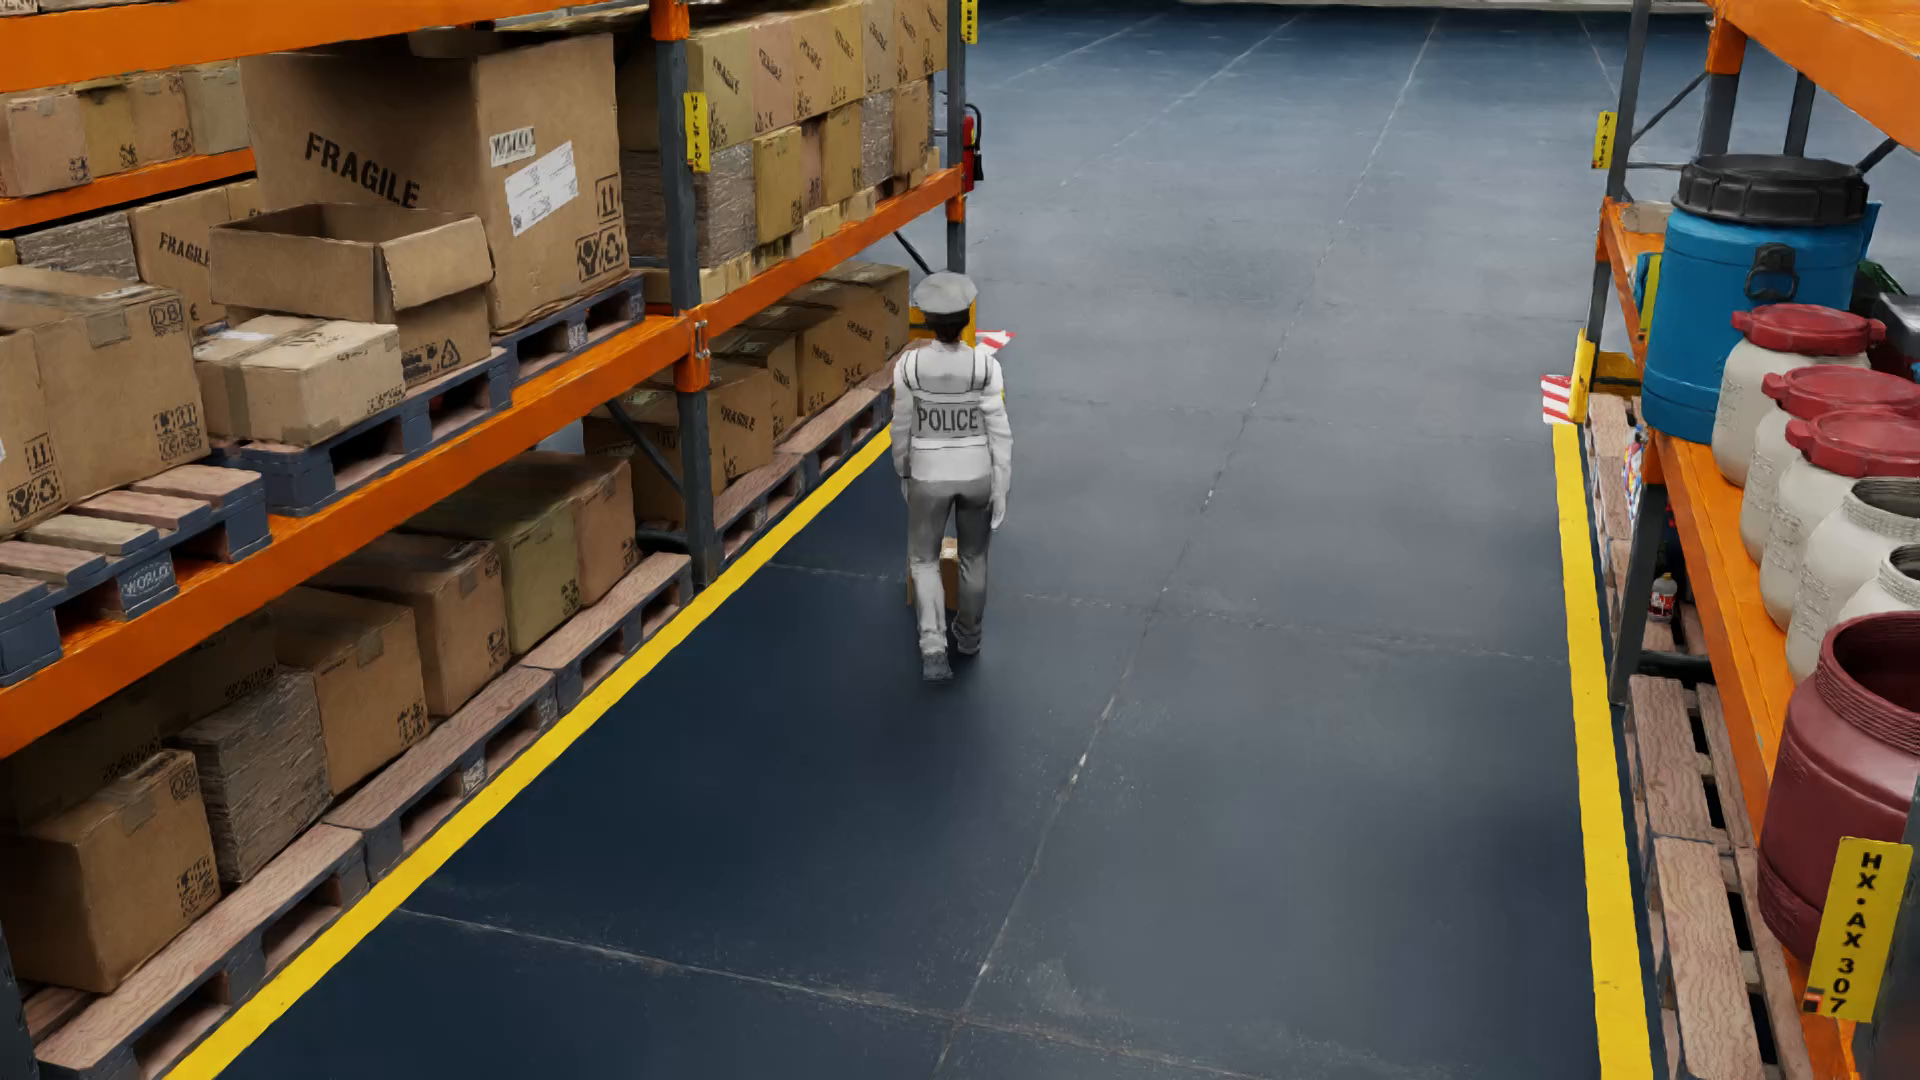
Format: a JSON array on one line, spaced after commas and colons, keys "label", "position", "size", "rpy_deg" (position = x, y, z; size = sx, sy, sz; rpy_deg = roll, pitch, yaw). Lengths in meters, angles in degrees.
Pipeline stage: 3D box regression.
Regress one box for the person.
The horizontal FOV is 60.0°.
[{"label": "person", "position": [-0.039, -0.239, 6.638], "size": [0.482, 1.665, 0.810], "rpy_deg": [-1, 22, -4]}]
